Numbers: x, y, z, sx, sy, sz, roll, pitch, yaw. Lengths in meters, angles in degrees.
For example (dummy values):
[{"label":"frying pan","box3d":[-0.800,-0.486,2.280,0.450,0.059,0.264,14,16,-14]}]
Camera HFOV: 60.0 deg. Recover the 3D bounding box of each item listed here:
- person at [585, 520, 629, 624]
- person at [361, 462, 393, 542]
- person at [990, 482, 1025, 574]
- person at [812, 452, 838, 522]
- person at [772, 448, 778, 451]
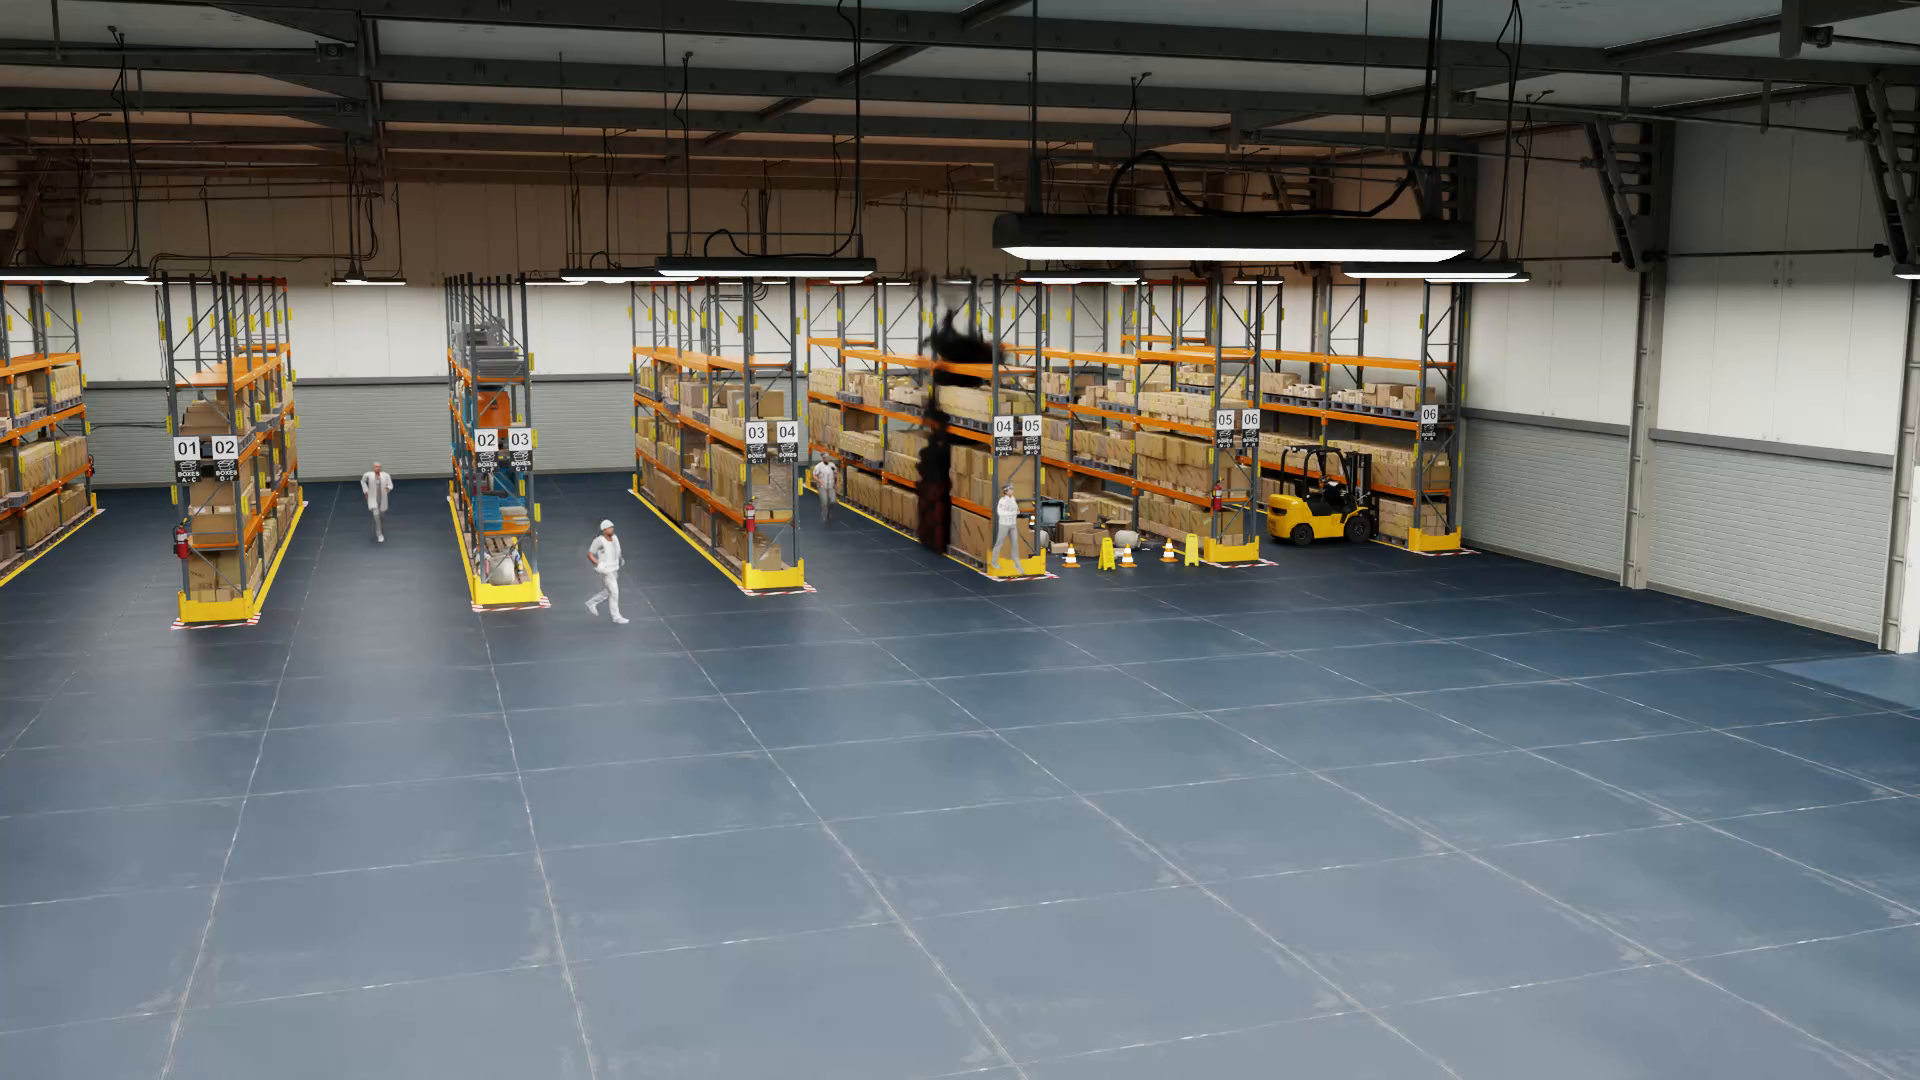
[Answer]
[{"label":"person","box3d":[-6.096,0.529,28.591,0.887,1.773,0.676,4,9,22]},{"label":"person","box3d":[-13.363,-0.902,38.157,0.636,1.805,1.025,-5,10,-32]},{"label":"person","box3d":[0.918,-0.238,32.099,0.730,1.771,0.612,8,11,41]},{"label":"person","box3d":[-3.280,-1.307,40.925,0.675,1.737,0.553,-3,9,-19]},{"label":"person","box3d":[-5.373,-2.174,47.191,0.656,1.659,0.639,-1,9,-9]}]
